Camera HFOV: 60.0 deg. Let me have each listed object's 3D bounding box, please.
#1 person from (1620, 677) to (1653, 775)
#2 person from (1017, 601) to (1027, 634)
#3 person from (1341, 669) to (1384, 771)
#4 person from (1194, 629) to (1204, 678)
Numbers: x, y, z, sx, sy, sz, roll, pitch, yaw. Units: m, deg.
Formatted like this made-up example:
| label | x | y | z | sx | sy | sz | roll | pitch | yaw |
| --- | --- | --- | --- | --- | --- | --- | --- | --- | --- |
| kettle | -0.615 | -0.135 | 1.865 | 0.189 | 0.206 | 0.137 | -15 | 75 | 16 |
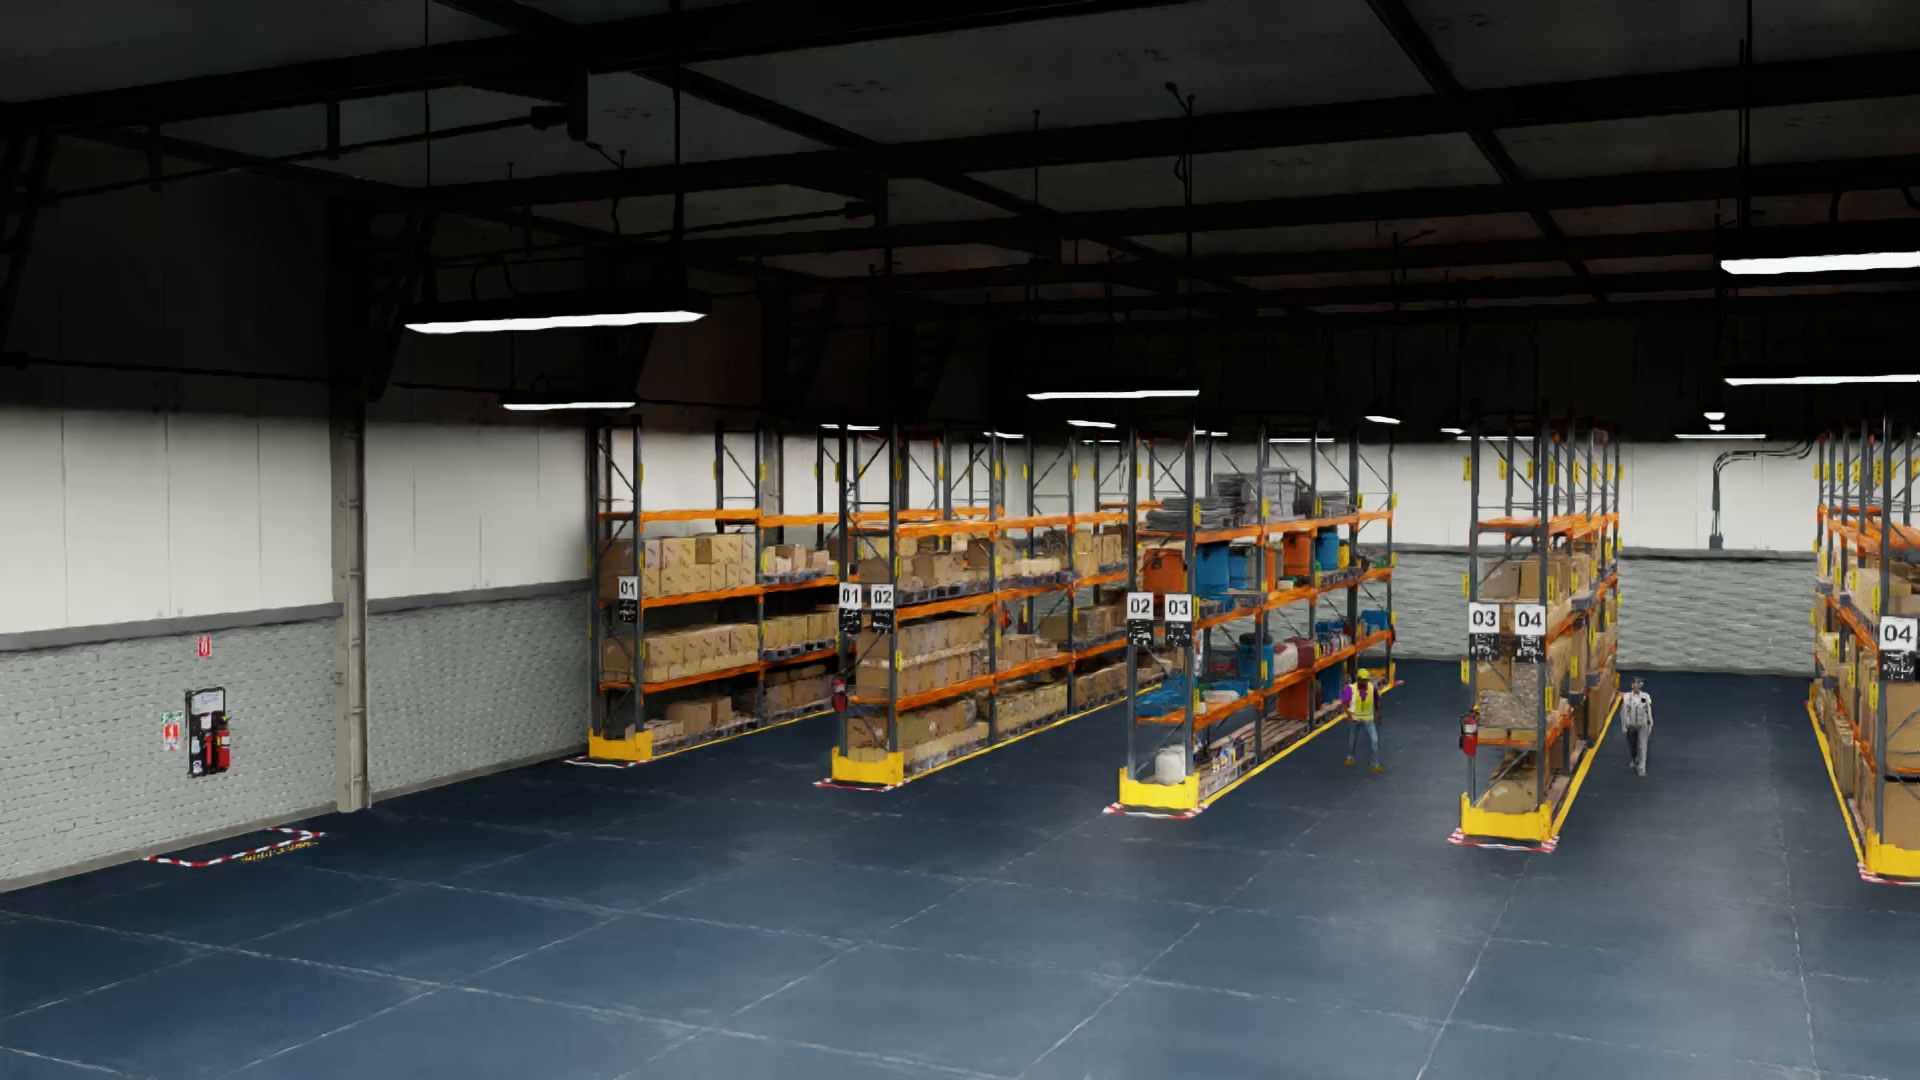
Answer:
| label | x | y | z | sx | sy | sz | roll | pitch | yaw |
| --- | --- | --- | --- | --- | --- | --- | --- | --- | --- |
| person | 11.219 | 3.051 | 27.596 | 0.495 | 1.589 | 1.086 | 1 | 3 | 27 |
| person | 1.601 | 2.404 | 41.392 | 0.545 | 1.772 | 0.751 | 1 | 2 | 19 |
| person | 6.745 | 2.996 | 27.958 | 0.700 | 1.705 | 0.840 | 0 | 2 | 8 |
| person | 5.382 | 2.558 | 37.197 | 0.468 | 1.794 | 0.625 | 0 | 2 | 8 |
